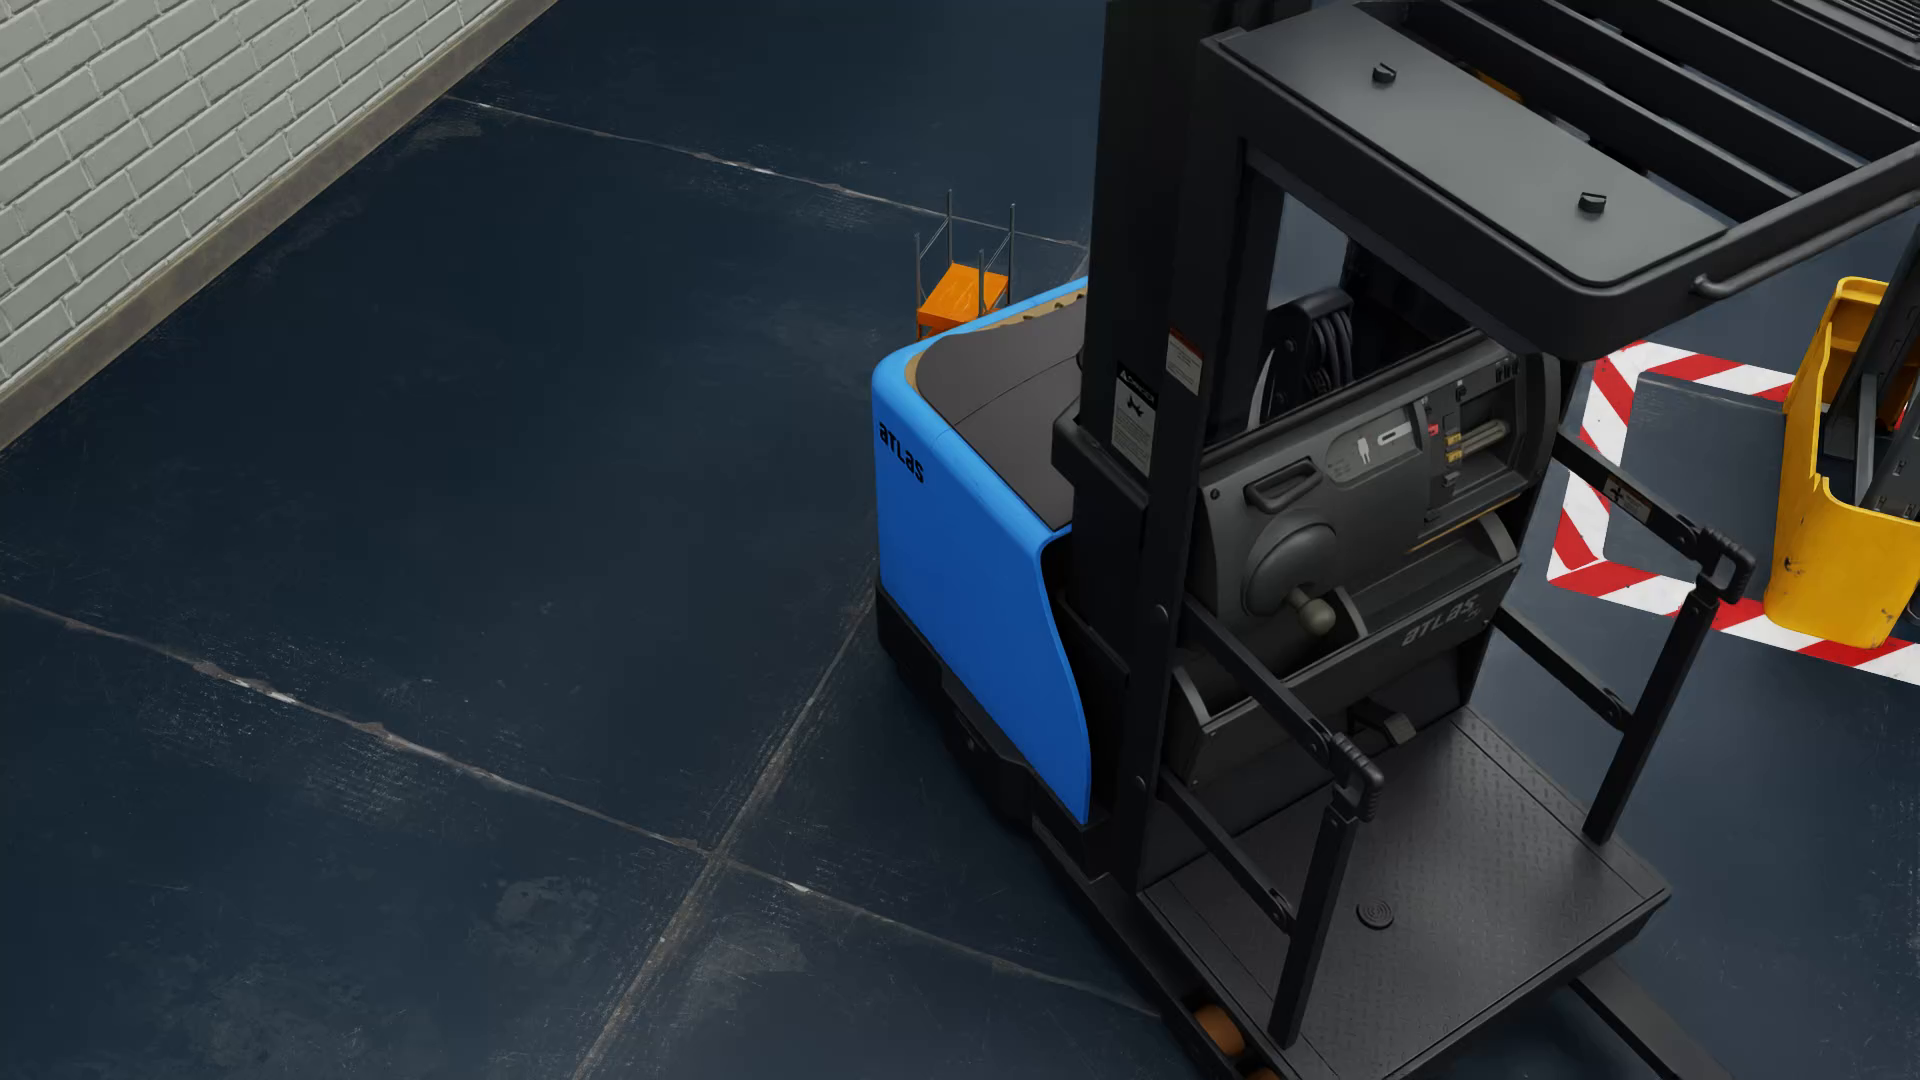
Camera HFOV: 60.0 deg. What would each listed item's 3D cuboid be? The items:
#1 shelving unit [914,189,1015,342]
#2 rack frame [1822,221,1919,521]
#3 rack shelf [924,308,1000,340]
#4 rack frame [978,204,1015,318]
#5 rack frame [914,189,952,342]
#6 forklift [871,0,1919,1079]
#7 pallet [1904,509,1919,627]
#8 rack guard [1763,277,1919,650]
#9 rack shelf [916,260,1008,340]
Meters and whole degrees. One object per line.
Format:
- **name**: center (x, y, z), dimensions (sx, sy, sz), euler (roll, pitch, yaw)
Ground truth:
- **shelving unit**: center (0.013, -0.421, 4.823), dimensions (0.189, 1.200, 0.258), euler (16, 47, 16)
- **rack frame**: center (2.818, -1.145, 4.274), dimensions (0.127, 3.000, 1.000), euler (16, 47, 16)
- **rack shelf**: center (0.013, -0.560, 4.685), dimensions (0.180, 0.103, 0.258), euler (16, 47, 16)
- **rack frame**: center (0.098, -0.397, 4.798), dimensions (0.006, 1.200, 0.240), euler (16, 47, 16)
- **rack frame**: center (-0.071, -0.446, 4.848), dimensions (0.006, 1.200, 0.240), euler (16, 47, 16)
- **forklift**: center (0.976, -0.039, 3.211), dimensions (1.130, 2.935, 3.031), euler (-24, 50, -22)
- **pallet**: center (3.586, 0.010, 5.091), dimensions (1.213, 0.211, 1.003), euler (16, 47, 16)
- **rack guard**: center (2.795, -0.265, 5.162), dimensions (0.348, 0.500, 1.175), euler (16, 47, 16)
- **rack shelf**: center (0.013, -0.645, 4.600), dimensions (0.180, 0.103, 0.258), euler (16, 47, 16)
